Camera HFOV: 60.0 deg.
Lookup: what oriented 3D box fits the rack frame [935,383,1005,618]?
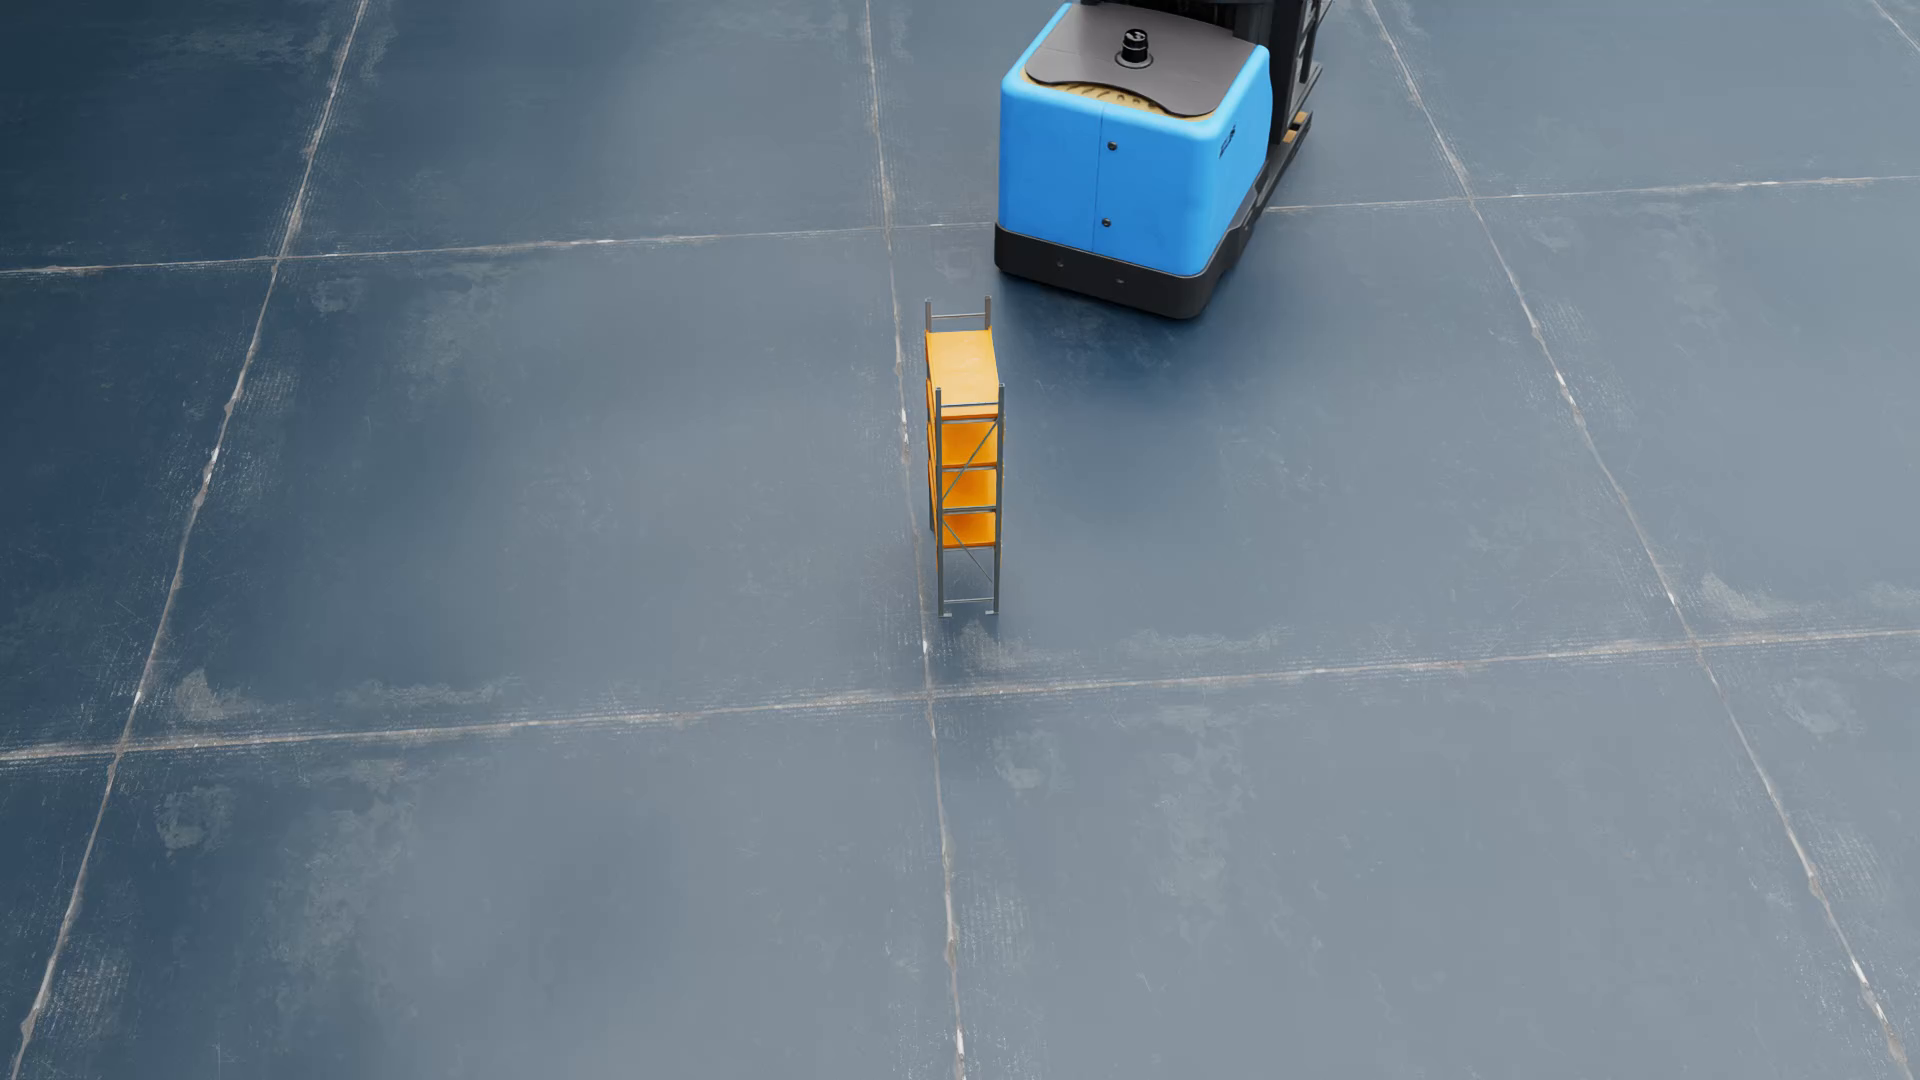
[{"bbox_3d":[0.034,-0.116,6.170,0.240,1.200,0.015,-3,47,-3],"label":"rack frame"}]

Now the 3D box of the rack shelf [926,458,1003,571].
[{"bbox_3d":[0.014,-0.110,6.530,0.258,0.148,0.480,-3,47,-3],"label":"rack shelf"}]

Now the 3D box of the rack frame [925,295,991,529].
[{"bbox_3d":[-0.007,-0.469,6.505,0.240,1.200,0.015,-3,47,-3],"label":"rack frame"}]

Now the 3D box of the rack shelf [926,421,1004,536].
[{"bbox_3d":[0.014,-0.247,6.386,0.258,0.148,0.480,-3,47,-3],"label":"rack shelf"}]

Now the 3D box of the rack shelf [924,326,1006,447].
[{"bbox_3d":[0.014,-0.563,6.052,0.258,0.148,0.480,-3,47,-3],"label":"rack shelf"}]

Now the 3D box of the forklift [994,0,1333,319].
[{"bbox_3d":[1.231,-3.124,7.826,1.130,2.935,3.031,18,49,16],"label":"forklift"}]

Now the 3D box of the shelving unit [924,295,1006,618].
[{"bbox_3d":[0.014,-0.293,6.337,0.258,1.200,0.503,-3,47,-3],"label":"shelving unit"}]

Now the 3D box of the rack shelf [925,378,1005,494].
[{"bbox_3d":[0.014,-0.400,6.224,0.258,0.148,0.480,-3,47,-3],"label":"rack shelf"}]
